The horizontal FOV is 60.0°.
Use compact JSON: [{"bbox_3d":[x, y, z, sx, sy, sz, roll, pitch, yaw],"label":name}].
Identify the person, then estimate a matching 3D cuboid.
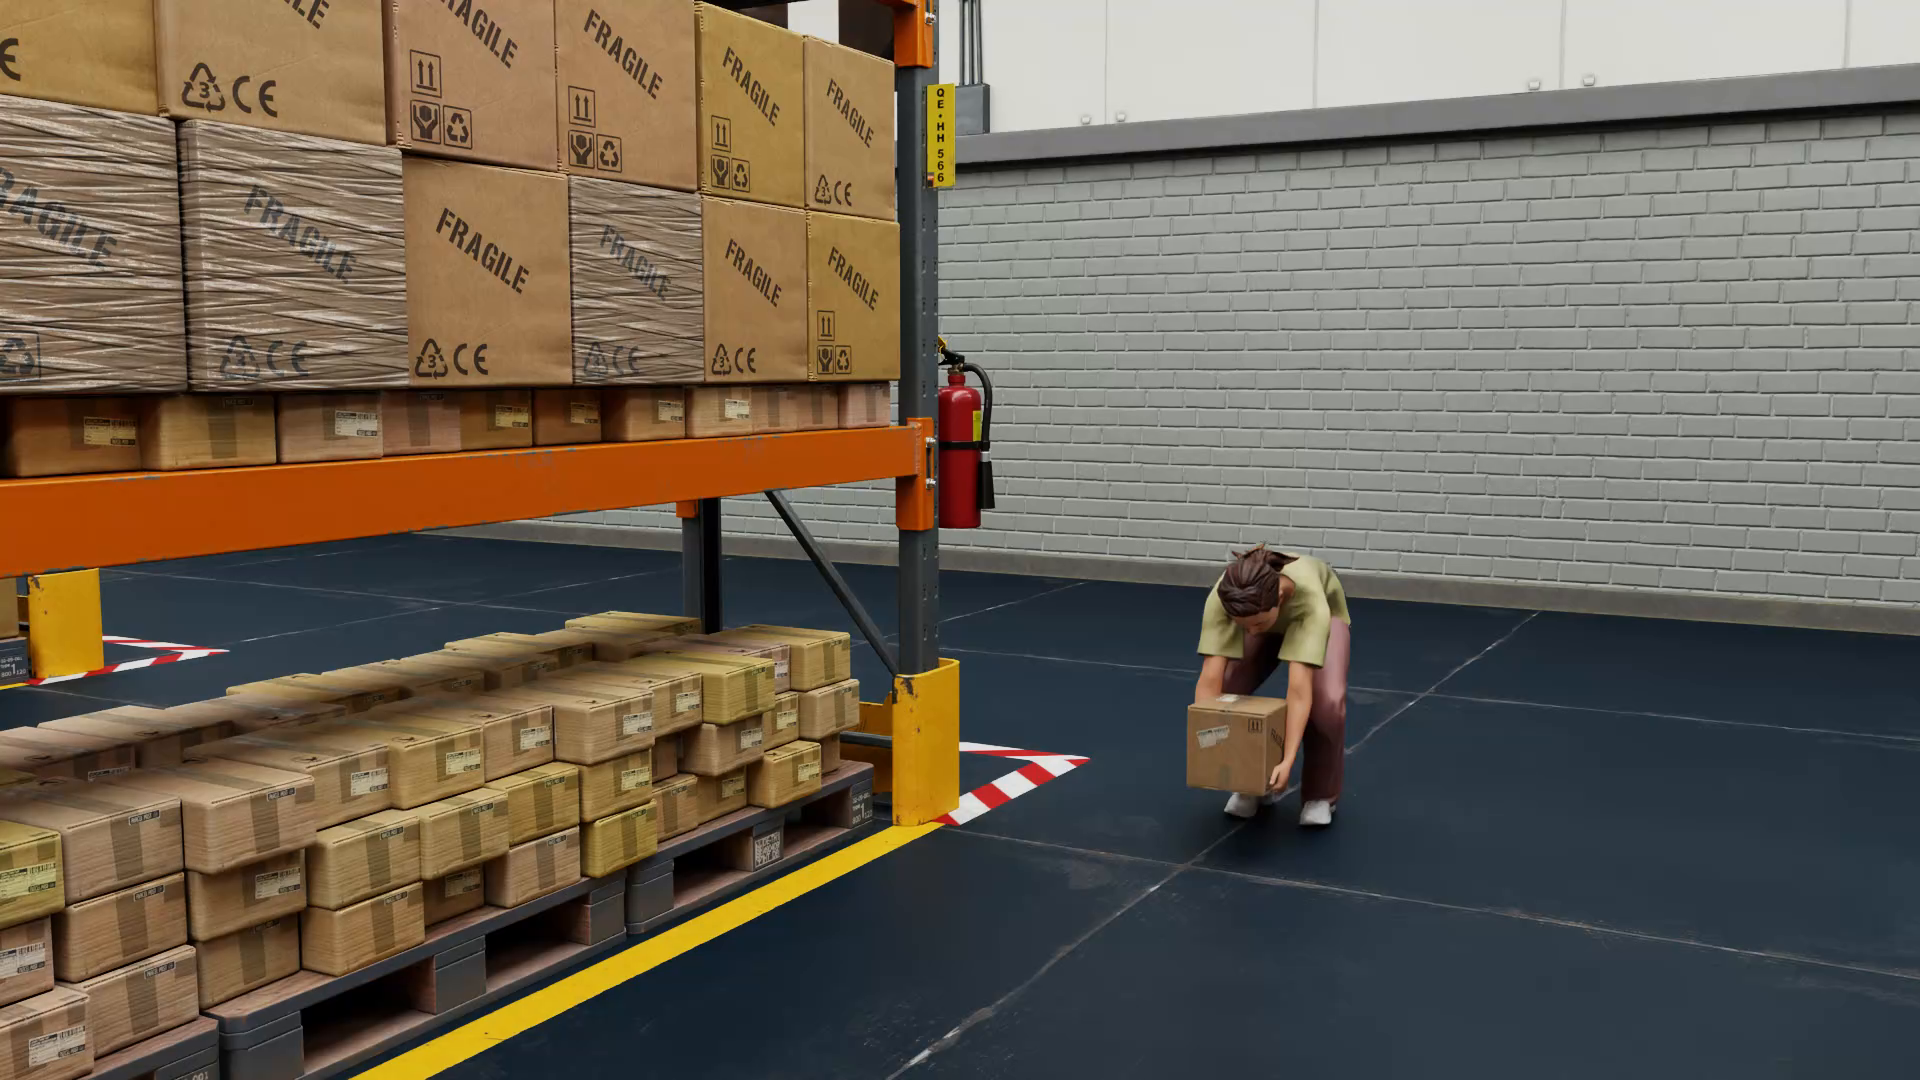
[{"bbox_3d":[1.012,0.509,5.382,0.476,0.863,0.864,3,7,26],"label":"person"}]
